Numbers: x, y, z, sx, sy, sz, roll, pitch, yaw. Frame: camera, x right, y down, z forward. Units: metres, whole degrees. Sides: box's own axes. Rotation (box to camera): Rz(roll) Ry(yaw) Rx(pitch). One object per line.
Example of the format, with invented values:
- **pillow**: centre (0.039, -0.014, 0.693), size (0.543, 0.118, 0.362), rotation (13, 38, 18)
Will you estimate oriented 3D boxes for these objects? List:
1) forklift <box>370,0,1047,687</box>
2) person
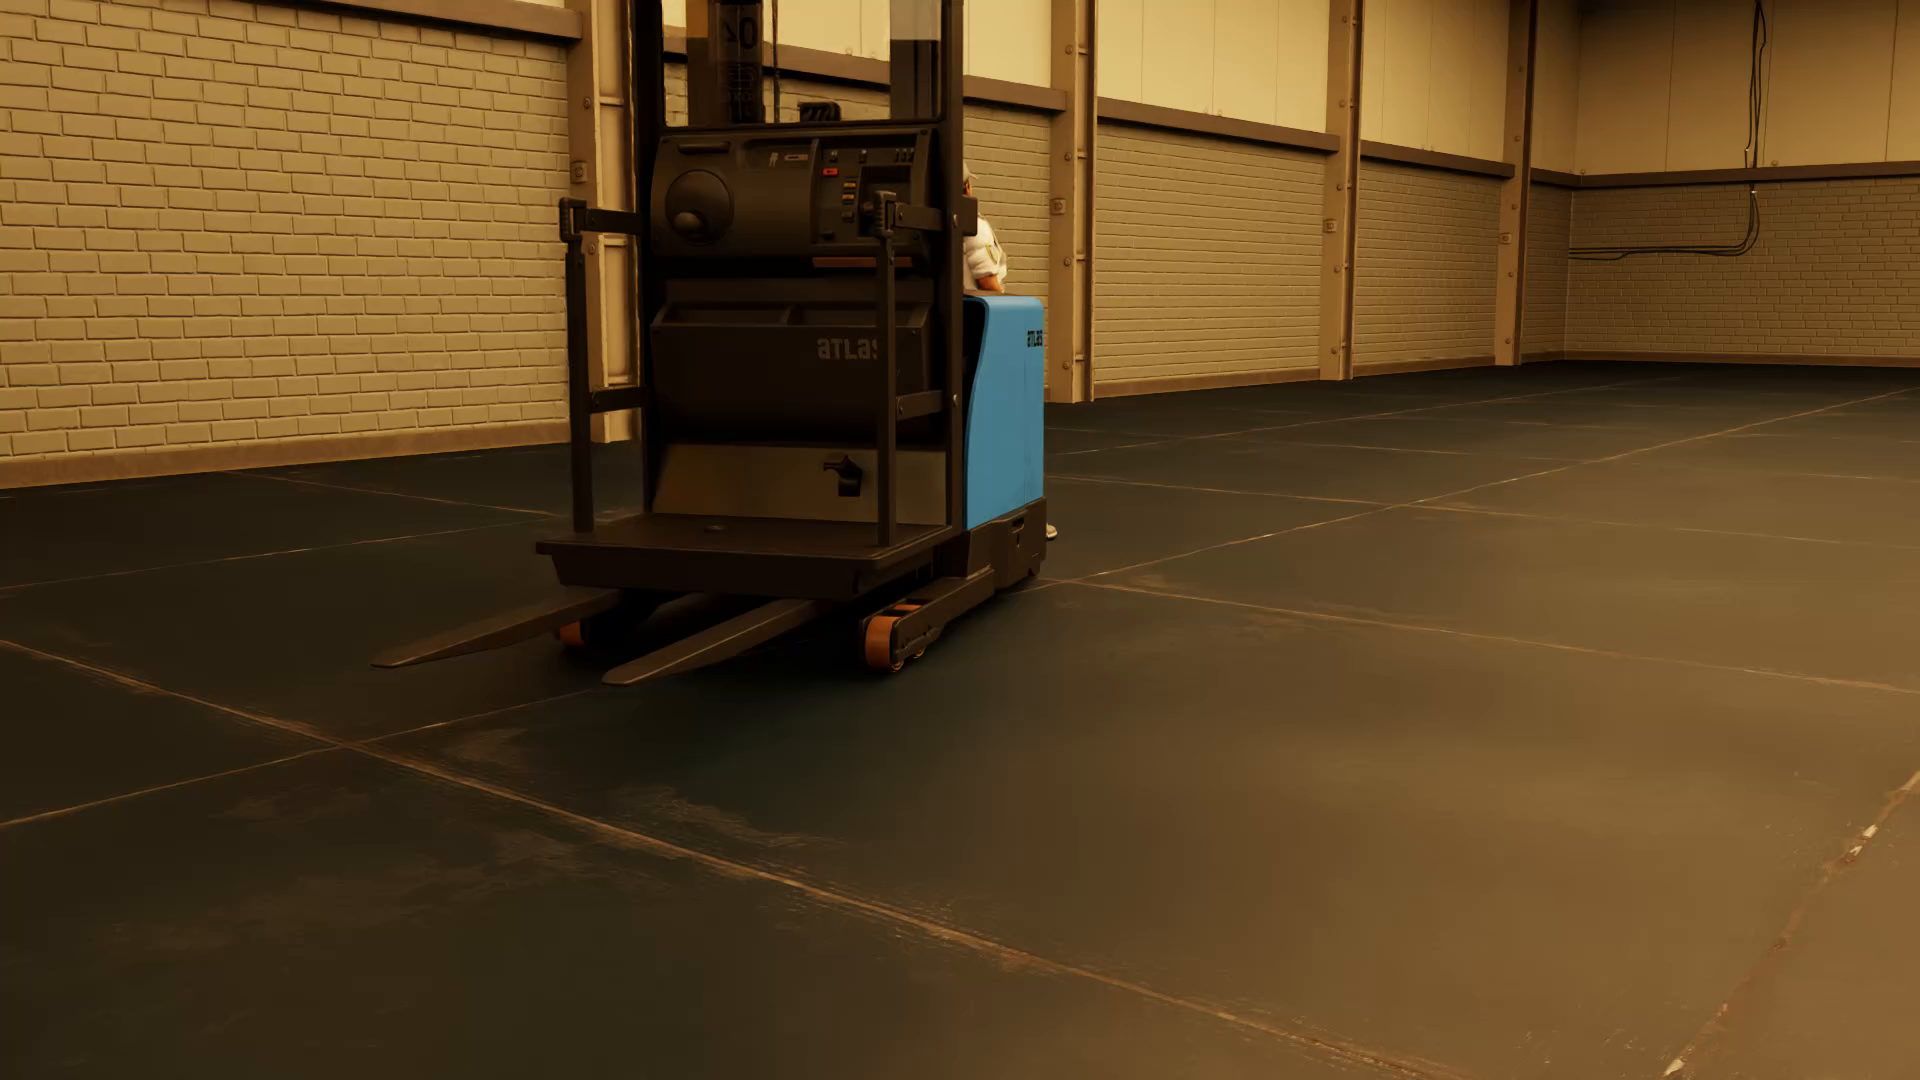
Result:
- **forklift**: centre (-0.601, -1.134, 5.031), size (1.130, 2.935, 3.031), rotation (3, 9, 18)
- **person**: centre (0.069, -0.836, 7.333), size (0.597, 1.670, 0.523), rotation (7, 11, 39)
